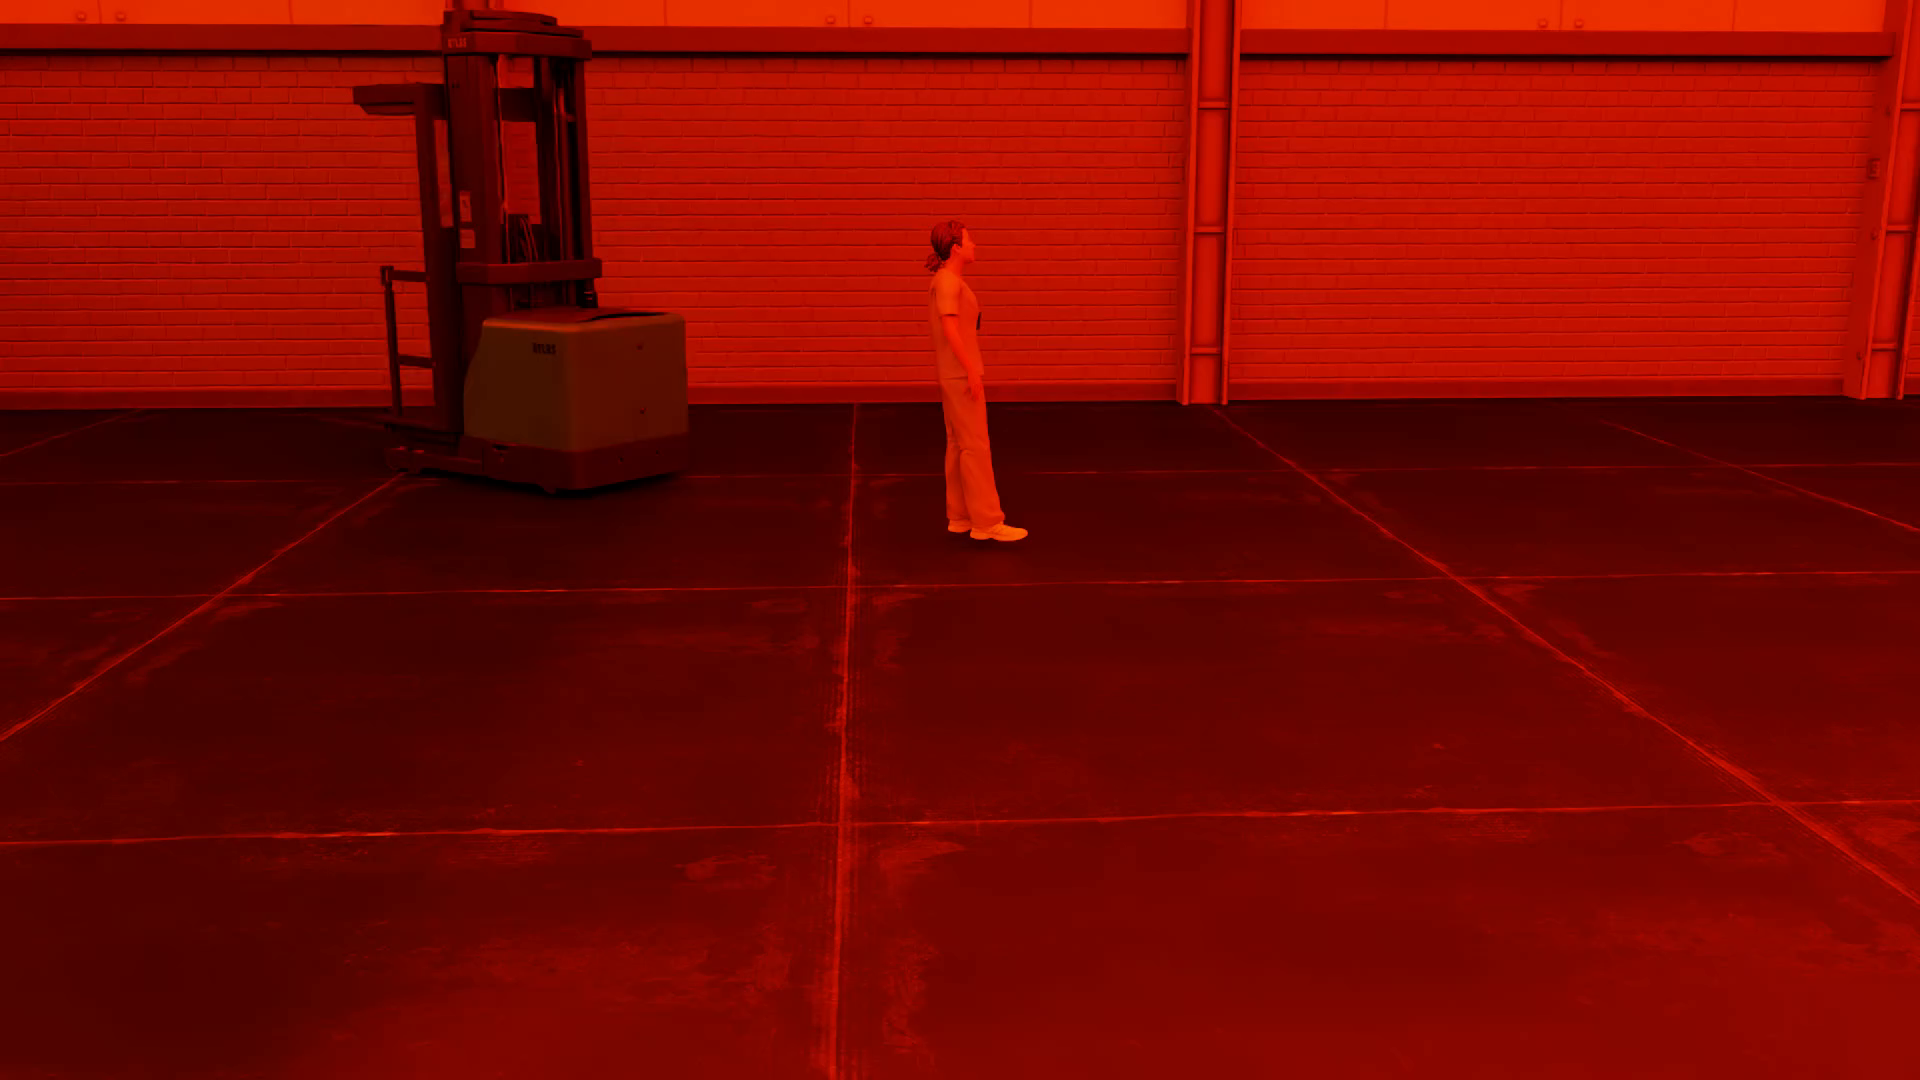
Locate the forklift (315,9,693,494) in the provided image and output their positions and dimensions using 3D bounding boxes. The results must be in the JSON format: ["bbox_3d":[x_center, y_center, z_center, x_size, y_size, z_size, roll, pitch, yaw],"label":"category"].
[{"bbox_3d":[-3.236,-1.946,11.075,3.031,2.935,1.130,9,16,36],"label":"forklift"}]

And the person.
[{"bbox_3d":[0.075,-0.862,8.900,0.547,1.673,0.550,-1,13,-3],"label":"person"}]
